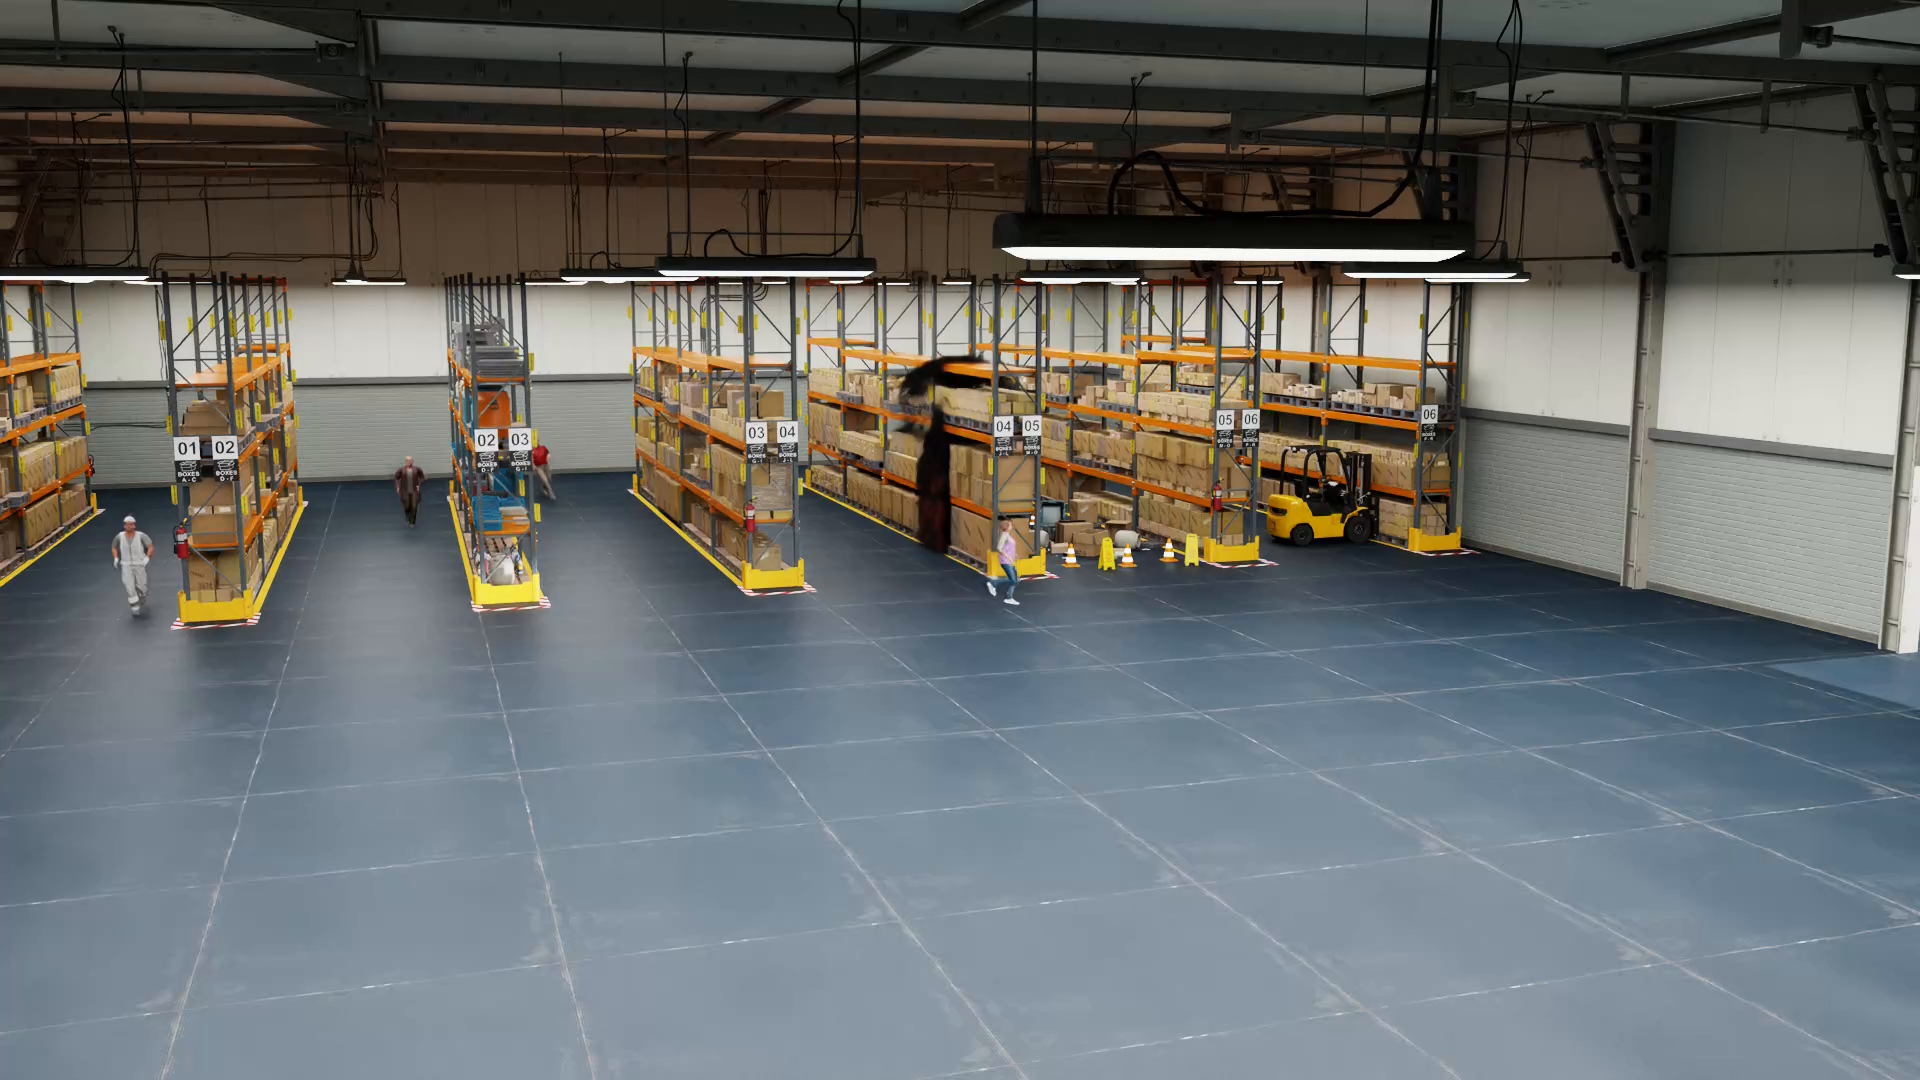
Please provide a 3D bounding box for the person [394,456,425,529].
[{"bbox_3d":[-13.224,-1.155,40.009,0.723,1.723,0.567,-3,9,-20],"label":"person"}]

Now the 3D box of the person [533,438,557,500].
[{"bbox_3d":[-11.530,-1.959,45.561,0.700,1.692,0.916,-7,11,-39],"label":"person"}]

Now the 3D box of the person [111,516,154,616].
[{"bbox_3d":[-14.588,0.441,29.351,0.691,1.751,0.778,-3,9,-19],"label":"person"}]

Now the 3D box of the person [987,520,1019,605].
[{"bbox_3d":[0.797,0.401,30.364,0.576,1.563,0.536,2,9,13],"label":"person"}]
